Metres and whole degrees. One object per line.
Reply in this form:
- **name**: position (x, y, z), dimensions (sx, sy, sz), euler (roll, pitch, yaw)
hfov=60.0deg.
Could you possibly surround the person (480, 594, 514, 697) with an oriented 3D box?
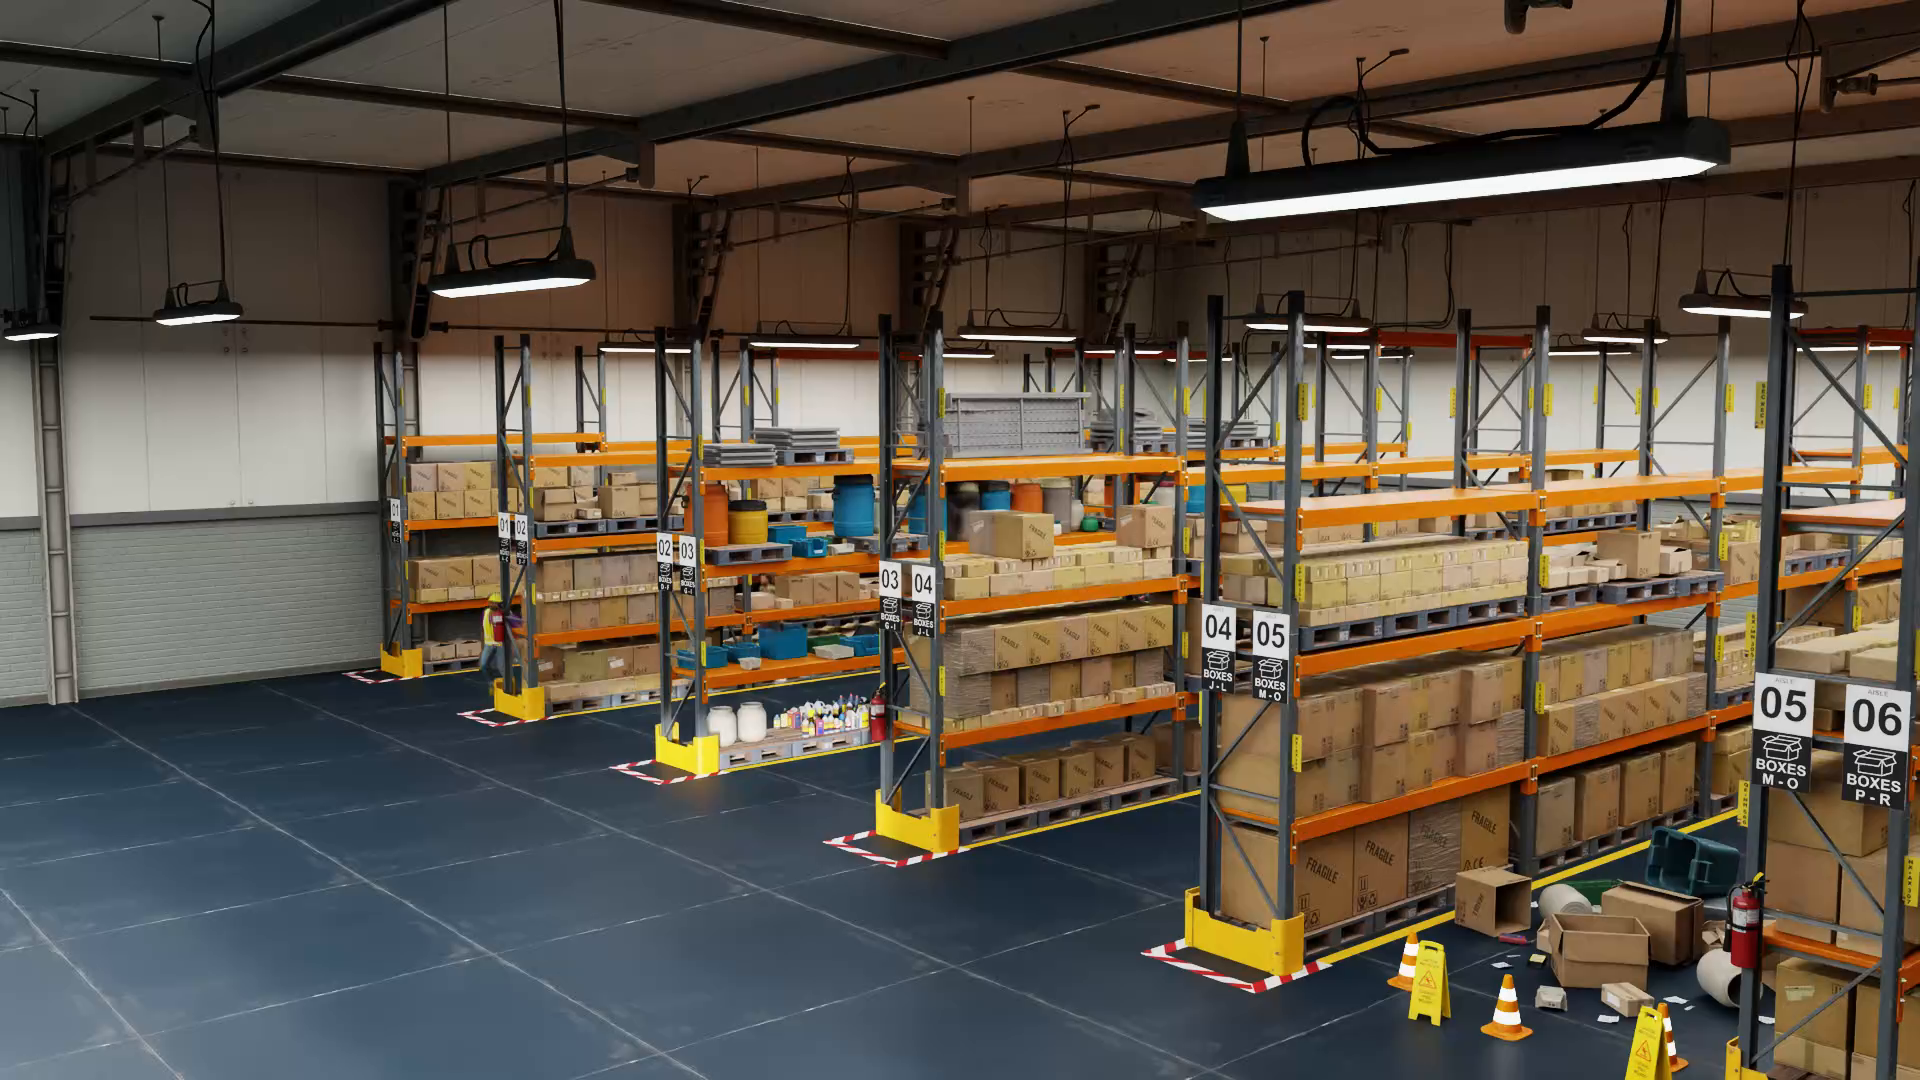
- **person**: position (-7.810, 1.766, 27.920), dimensions (0.690, 1.739, 0.776), euler (1, 5, 10)

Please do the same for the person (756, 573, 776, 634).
- **person**: position (-3.682, 1.445, 31.758), dimensions (0.767, 1.691, 0.519), euler (-4, 7, -37)
